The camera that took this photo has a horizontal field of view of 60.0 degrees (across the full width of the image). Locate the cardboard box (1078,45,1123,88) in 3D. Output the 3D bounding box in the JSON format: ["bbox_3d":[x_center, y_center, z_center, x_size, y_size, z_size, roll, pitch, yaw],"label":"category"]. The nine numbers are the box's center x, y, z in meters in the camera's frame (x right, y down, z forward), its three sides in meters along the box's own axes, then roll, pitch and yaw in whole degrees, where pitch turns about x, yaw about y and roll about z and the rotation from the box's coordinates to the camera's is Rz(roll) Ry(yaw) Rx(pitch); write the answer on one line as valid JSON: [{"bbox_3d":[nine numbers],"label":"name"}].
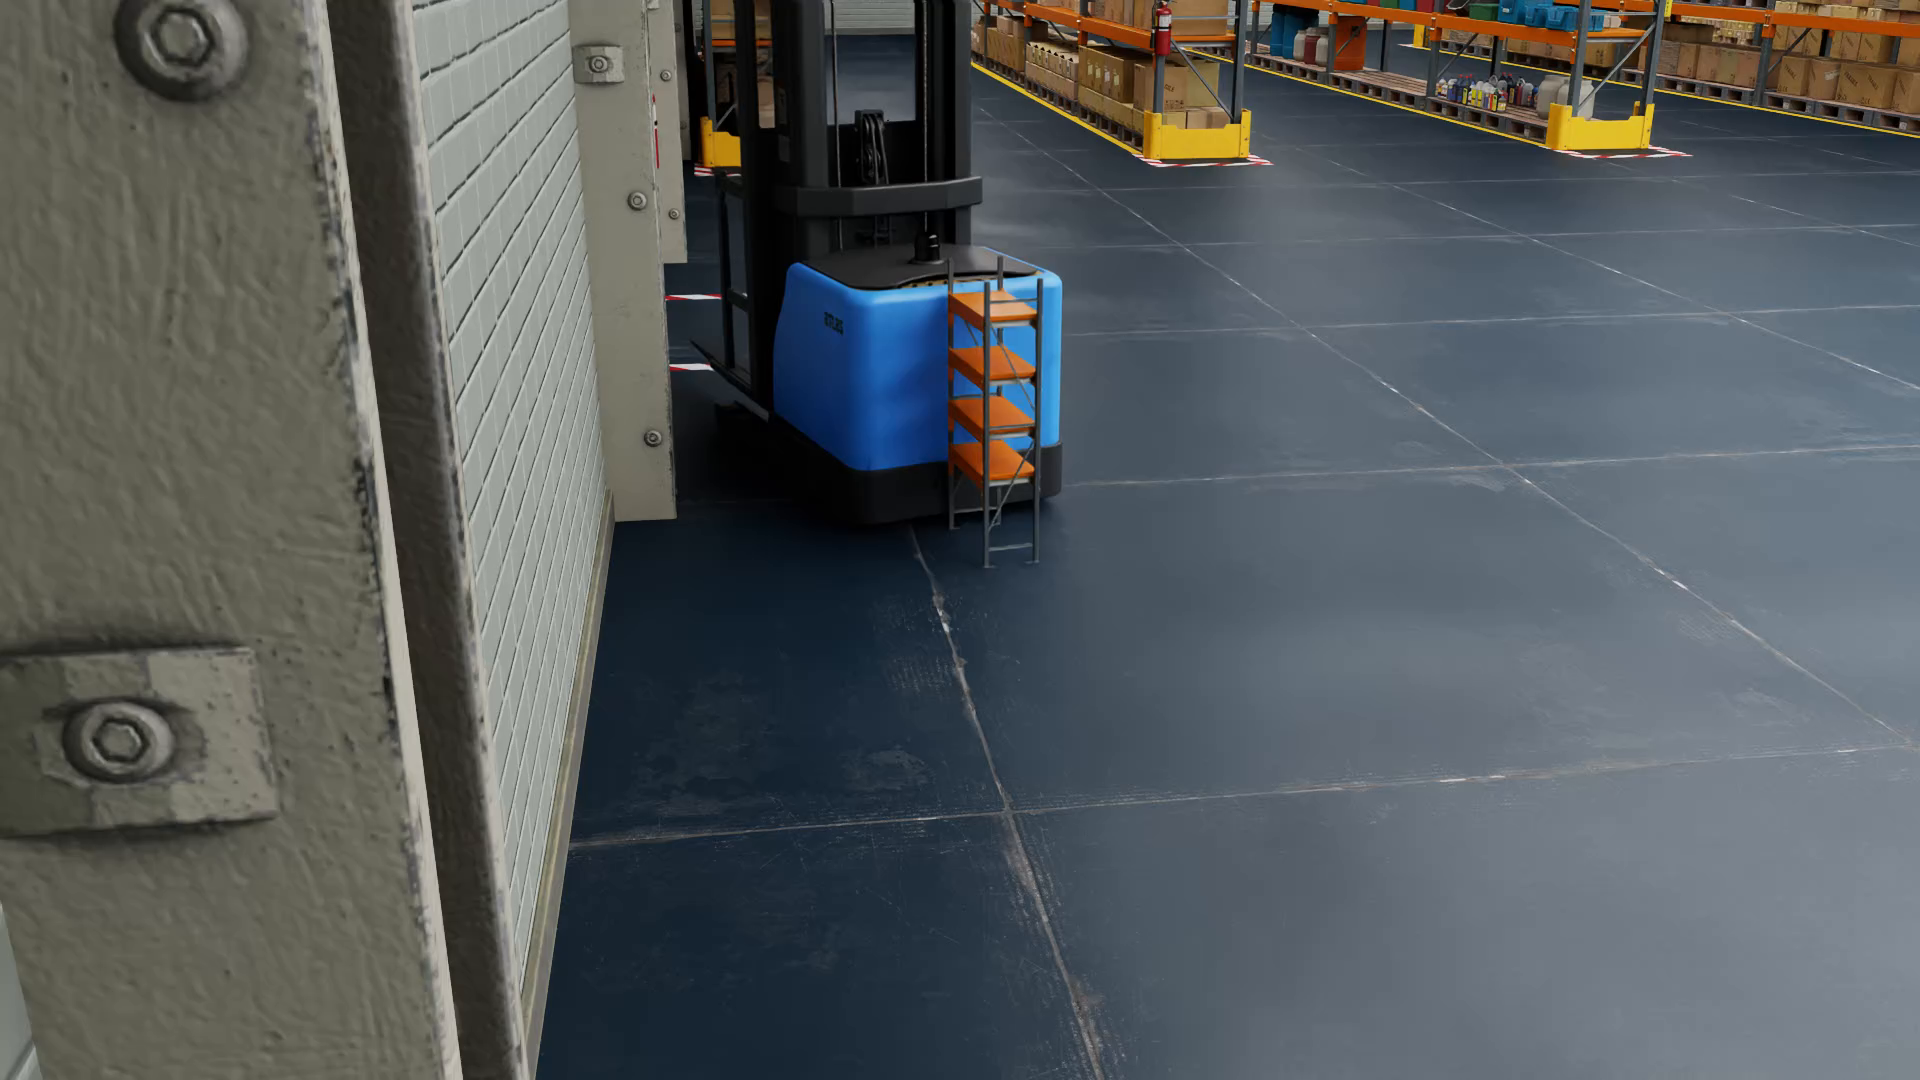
[{"bbox_3d":[1.852,-6.238,21.890,0.500,0.500,0.500,-3,21,-8],"label":"cardboard box"}]

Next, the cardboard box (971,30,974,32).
[{"bbox_3d":[0.235,-9.852,32.608,0.500,0.250,0.500,-3,21,-8],"label":"cardboard box"}]

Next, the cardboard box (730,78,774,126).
[{"bbox_3d":[-2.379,-5.252,19.934,0.700,0.500,0.500,-4,21,-11],"label":"cardboard box"}]

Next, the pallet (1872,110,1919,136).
[{"bbox_3d":[12.382,-5.271,21.028,1.003,0.211,1.213,-3,21,-8],"label":"pallet"}]

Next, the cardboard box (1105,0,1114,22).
[{"bbox_3d":[2.248,-6.866,21.169,0.700,0.500,0.500,-3,21,-8],"label":"cardboard box"}]

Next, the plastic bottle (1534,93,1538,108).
[{"bbox_3d":[7.543,-5.745,21.681,0.097,0.201,0.097,0,20,0],"label":"plastic bottle"}]

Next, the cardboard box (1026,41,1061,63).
[{"bbox_3d":[1.304,-7.515,25.578,0.500,0.311,0.500,-2,21,-6],"label":"cardboard box"}]

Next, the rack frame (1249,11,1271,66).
[{"bbox_3d":[5.844,-10.173,30.167,1.000,3.000,0.127,-3,21,-8],"label":"rack frame"}]

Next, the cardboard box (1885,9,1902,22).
[{"bbox_3d":[12.033,-6.671,21.148,0.380,0.149,0.250,-3,21,-8],"label":"cardboard box"}]

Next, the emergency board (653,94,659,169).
[{"bbox_3d":[-2.003,-2.783,10.379,0.194,1.169,0.643,-3,21,-8],"label":"emergency board"}]

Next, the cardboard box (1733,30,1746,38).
[{"bbox_3d":[15.257,-9.825,32.283,0.380,0.149,0.250,-4,21,-10],"label":"cardboard box"}]

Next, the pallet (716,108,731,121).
[{"bbox_3d":[-2.674,-5.367,21.283,1.003,0.211,1.213,-3,21,-8],"label":"pallet"}]

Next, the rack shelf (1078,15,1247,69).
[{"bbox_3d":[2.384,-6.125,20.357,1.077,0.370,4.000,-3,21,-8],"label":"rack shelf"}]

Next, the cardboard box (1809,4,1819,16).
[{"bbox_3d":[11.764,-7.187,22.532,0.380,0.149,0.250,-3,21,-8],"label":"cardboard box"}]

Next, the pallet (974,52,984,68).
[{"bbox_3d":[0.844,-8.856,30.626,1.003,0.211,1.213,-3,21,-8],"label":"pallet"}]

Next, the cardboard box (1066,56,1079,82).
[{"bbox_3d":[1.753,-6.452,22.732,0.500,0.311,0.500,-3,21,-8],"label":"cardboard box"}]

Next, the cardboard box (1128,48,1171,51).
[{"bbox_3d":[2.439,-6.091,21.496,0.500,0.500,0.500,-3,21,-8],"label":"cardboard box"}]

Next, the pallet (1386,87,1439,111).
[{"bbox_3d":[6.846,-6.367,23.962,1.003,0.211,1.213,-3,21,-8],"label":"pallet"}]

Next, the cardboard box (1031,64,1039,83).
[{"bbox_3d":[1.377,-7.078,25.210,0.500,0.250,0.500,-3,21,-9],"label":"cardboard box"}]

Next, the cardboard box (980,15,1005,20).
[{"bbox_3d":[0.688,-10.169,33.099,0.500,0.500,0.500,-3,21,-8],"label":"cardboard box"}]

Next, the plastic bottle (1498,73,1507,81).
[{"bbox_3d":[7.375,-6.160,22.579,0.144,0.351,0.185,-3,21,-9],"label":"plastic bottle"}]

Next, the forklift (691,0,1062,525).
[{"bbox_3d":[-0.624,-1.916,8.158,1.130,2.935,3.031,-9,22,-24],"label":"forklift"}]

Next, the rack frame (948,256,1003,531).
[{"bbox_3d":[0.065,-0.618,7.156,0.240,1.200,0.015,-6,21,-16],"label":"rack frame"}]

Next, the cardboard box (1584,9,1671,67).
[{"bbox_3d":[11.243,-8.479,28.069,1.225,0.875,0.875,-4,21,-10],"label":"cardboard box"}]

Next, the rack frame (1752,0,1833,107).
[{"bbox_3d":[11.899,-7.653,23.420,1.000,3.000,0.127,-3,21,-8],"label":"rack frame"}]

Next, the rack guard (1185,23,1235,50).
[{"bbox_3d":[5.251,-10.395,34.333,1.175,0.500,0.348,-3,21,-8],"label":"rack guard"}]

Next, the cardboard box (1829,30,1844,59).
[{"bbox_3d":[15.728,-8.856,29.612,0.500,0.500,0.500,-4,21,-10],"label":"cardboard box"}]

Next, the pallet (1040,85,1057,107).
[{"bbox_3d":[1.771,-6.525,24.384,1.003,0.211,1.213,-3,21,-8],"label":"pallet"}]

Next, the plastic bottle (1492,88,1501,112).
[{"bbox_3d":[6.841,-5.605,21.190,0.061,0.283,0.133,-2,21,-6],"label":"plastic bottle"}]

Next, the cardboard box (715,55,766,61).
[{"bbox_3d":[-3.086,-6.548,23.404,0.700,0.500,0.500,-3,21,-7],"label":"cardboard box"}]

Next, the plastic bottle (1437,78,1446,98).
[{"bbox_3d":[6.610,-6.199,22.797,0.097,0.271,0.097,0,20,0],"label":"plastic bottle"}]

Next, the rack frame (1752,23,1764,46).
[{"bbox_3d":[15.668,-10.638,31.412,1.000,3.000,0.127,-3,21,-8],"label":"rack frame"}]

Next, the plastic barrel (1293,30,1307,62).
[{"bbox_3d":[6.001,-8.570,28.830,0.421,0.512,0.421,0,20,0],"label":"plastic barrel"}]

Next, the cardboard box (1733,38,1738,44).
[{"bbox_3d":[15.320,-9.712,32.407,0.380,0.149,0.250,-2,21,-6],"label":"cardboard box"}]

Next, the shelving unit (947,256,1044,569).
[{"bbox_3d":[0.138,-0.537,6.938,0.258,1.200,0.503,-6,21,-16],"label":"shelving unit"}]

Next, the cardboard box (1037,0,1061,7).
[{"bbox_3d":[1.456,-8.179,24.954,0.500,0.311,0.500,-3,21,-8],"label":"cardboard box"}]

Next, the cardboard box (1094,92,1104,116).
[{"bbox_3d":[1.996,-5.541,21.094,0.500,0.250,0.500,-3,21,-8],"label":"cardboard box"}]

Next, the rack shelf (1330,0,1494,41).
[{"bbox_3d":[6.709,-7.759,24.731,1.077,0.370,4.000,-3,21,-8],"label":"rack shelf"}]

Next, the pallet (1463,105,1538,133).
[{"bbox_3d":[7.232,-5.439,21.477,1.003,0.211,1.213,-3,21,-8],"label":"pallet"}]

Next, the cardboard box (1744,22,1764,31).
[{"bbox_3d":[15.359,-9.888,32.028,0.380,0.149,0.250,-2,21,-6],"label":"cardboard box"}]

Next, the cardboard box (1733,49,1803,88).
[{"bbox_3d":[11.831,-6.902,24.352,0.700,0.500,0.500,-5,21,-12],"label":"cardboard box"}]

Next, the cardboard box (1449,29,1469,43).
[{"bbox_3d":[10.471,-10.477,33.416,0.875,0.875,0.875,-3,21,-8],"label":"cardboard box"}]

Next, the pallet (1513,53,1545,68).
[{"bbox_3d":[10.931,-8.853,30.619,1.003,0.211,1.213,-3,21,-8],"label":"pallet"}]

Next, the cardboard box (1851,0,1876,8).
[{"bbox_3d":[12.143,-7.162,21.537,0.875,0.500,0.500,-3,21,-8],"label":"cardboard box"}]

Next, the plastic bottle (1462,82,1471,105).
[{"bbox_3d":[6.713,-5.912,22.011,0.061,0.283,0.133,-2,21,-5],"label":"plastic bottle"}]

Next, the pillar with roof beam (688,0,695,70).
[{"bbox_3d":[-0.656,-12.900,28.893,9.100,9.000,0.400,-3,21,-8],"label":"pillar with roof beam"}]

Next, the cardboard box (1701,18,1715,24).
[{"bbox_3d":[15.171,-10.428,33.472,0.380,0.149,0.250,-3,21,-8],"label":"cardboard box"}]

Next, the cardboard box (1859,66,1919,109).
[{"bbox_3d":[12.210,-5.934,21.789,0.500,0.500,0.500,-1,21,-3],"label":"cardboard box"}]

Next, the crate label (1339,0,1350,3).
[{"bbox_3d":[6.111,-8.545,26.047,0.303,0.233,0.416,-3,21,-8],"label":"crate label"}]

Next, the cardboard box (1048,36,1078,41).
[{"bbox_3d":[1.655,-7.928,27.099,0.500,0.500,0.500,-4,21,-10],"label":"cardboard box"}]

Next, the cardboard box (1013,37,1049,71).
[{"bbox_3d":[1.152,-7.887,26.989,0.500,0.500,0.500,-2,21,-6],"label":"cardboard box"}]
